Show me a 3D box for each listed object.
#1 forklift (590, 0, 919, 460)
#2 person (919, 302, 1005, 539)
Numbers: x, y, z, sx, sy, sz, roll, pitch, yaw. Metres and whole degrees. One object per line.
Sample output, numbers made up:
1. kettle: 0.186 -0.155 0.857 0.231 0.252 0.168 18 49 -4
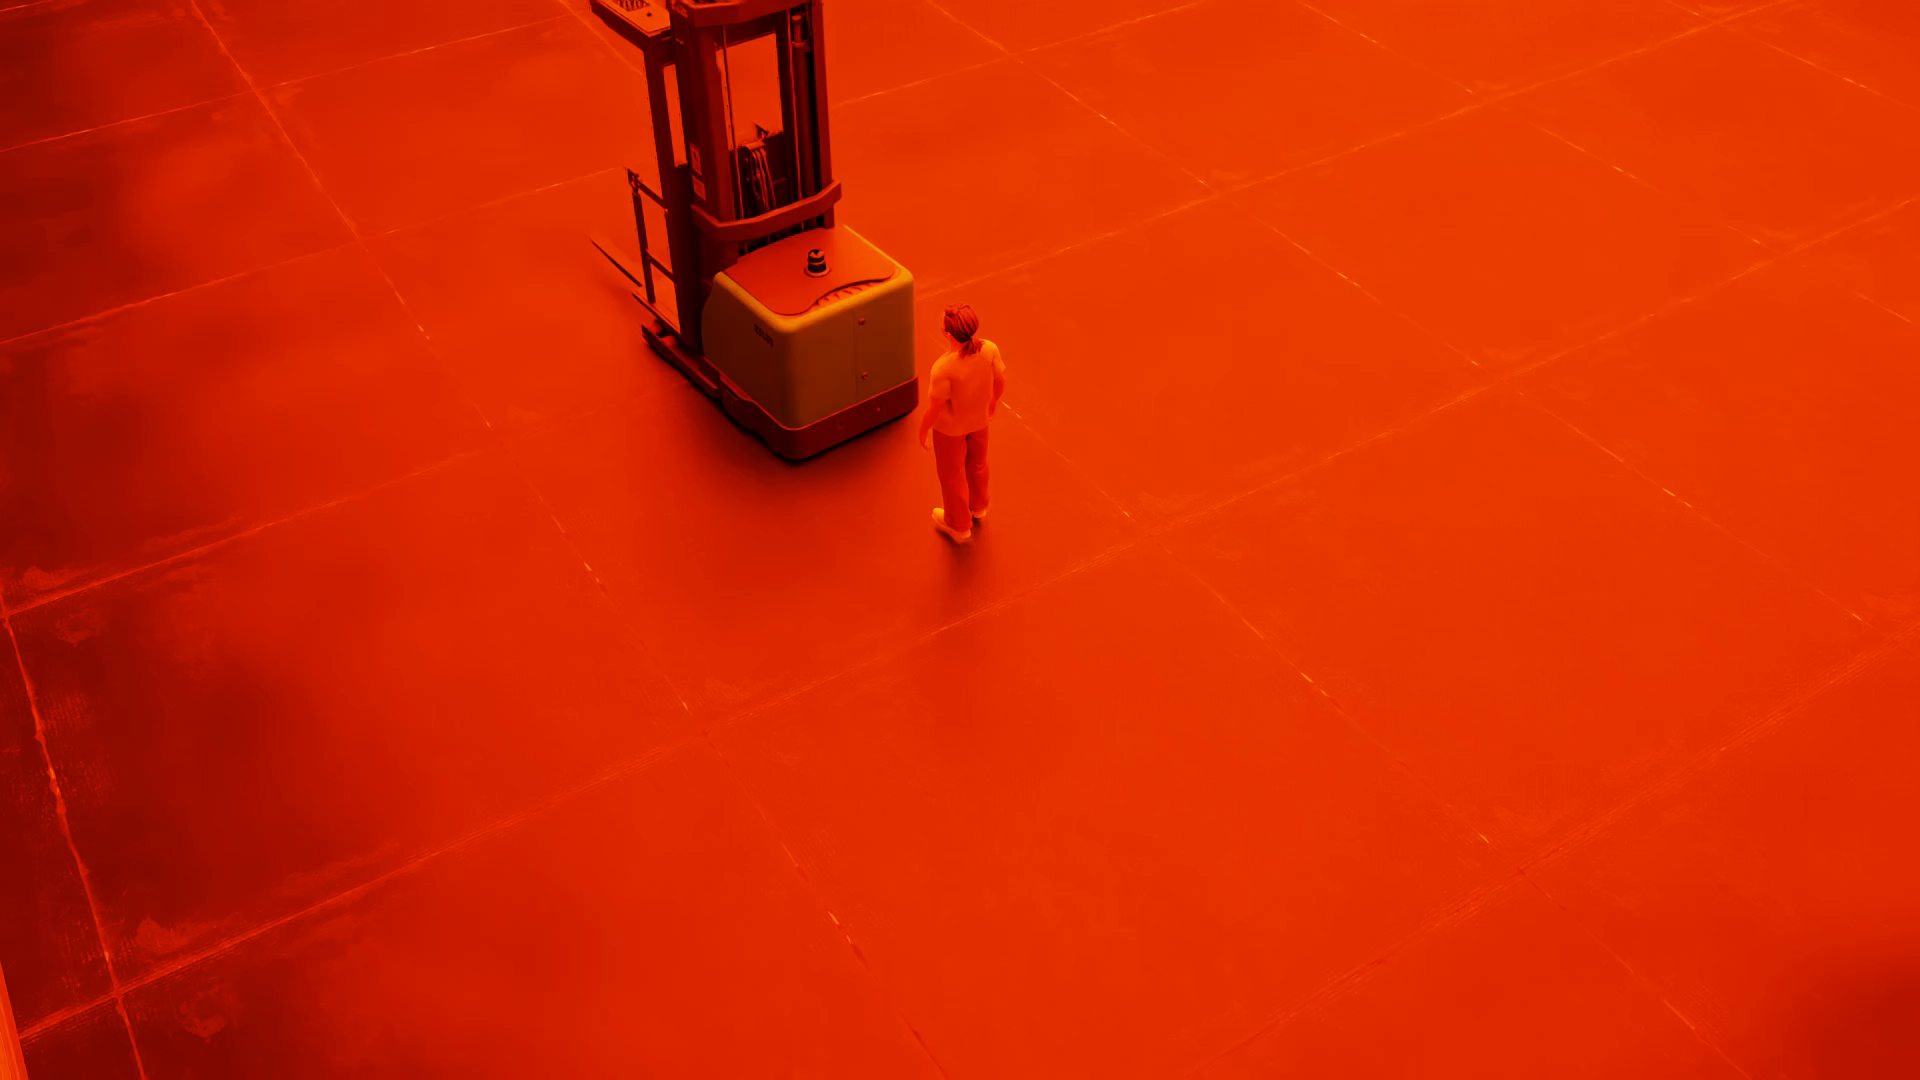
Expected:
1. forklift: -1.565 -2.532 10.768 1.130 2.935 3.031 -27 48 -27
2. person: -0.030 -0.712 9.567 0.553 1.673 0.547 -23 46 -24
